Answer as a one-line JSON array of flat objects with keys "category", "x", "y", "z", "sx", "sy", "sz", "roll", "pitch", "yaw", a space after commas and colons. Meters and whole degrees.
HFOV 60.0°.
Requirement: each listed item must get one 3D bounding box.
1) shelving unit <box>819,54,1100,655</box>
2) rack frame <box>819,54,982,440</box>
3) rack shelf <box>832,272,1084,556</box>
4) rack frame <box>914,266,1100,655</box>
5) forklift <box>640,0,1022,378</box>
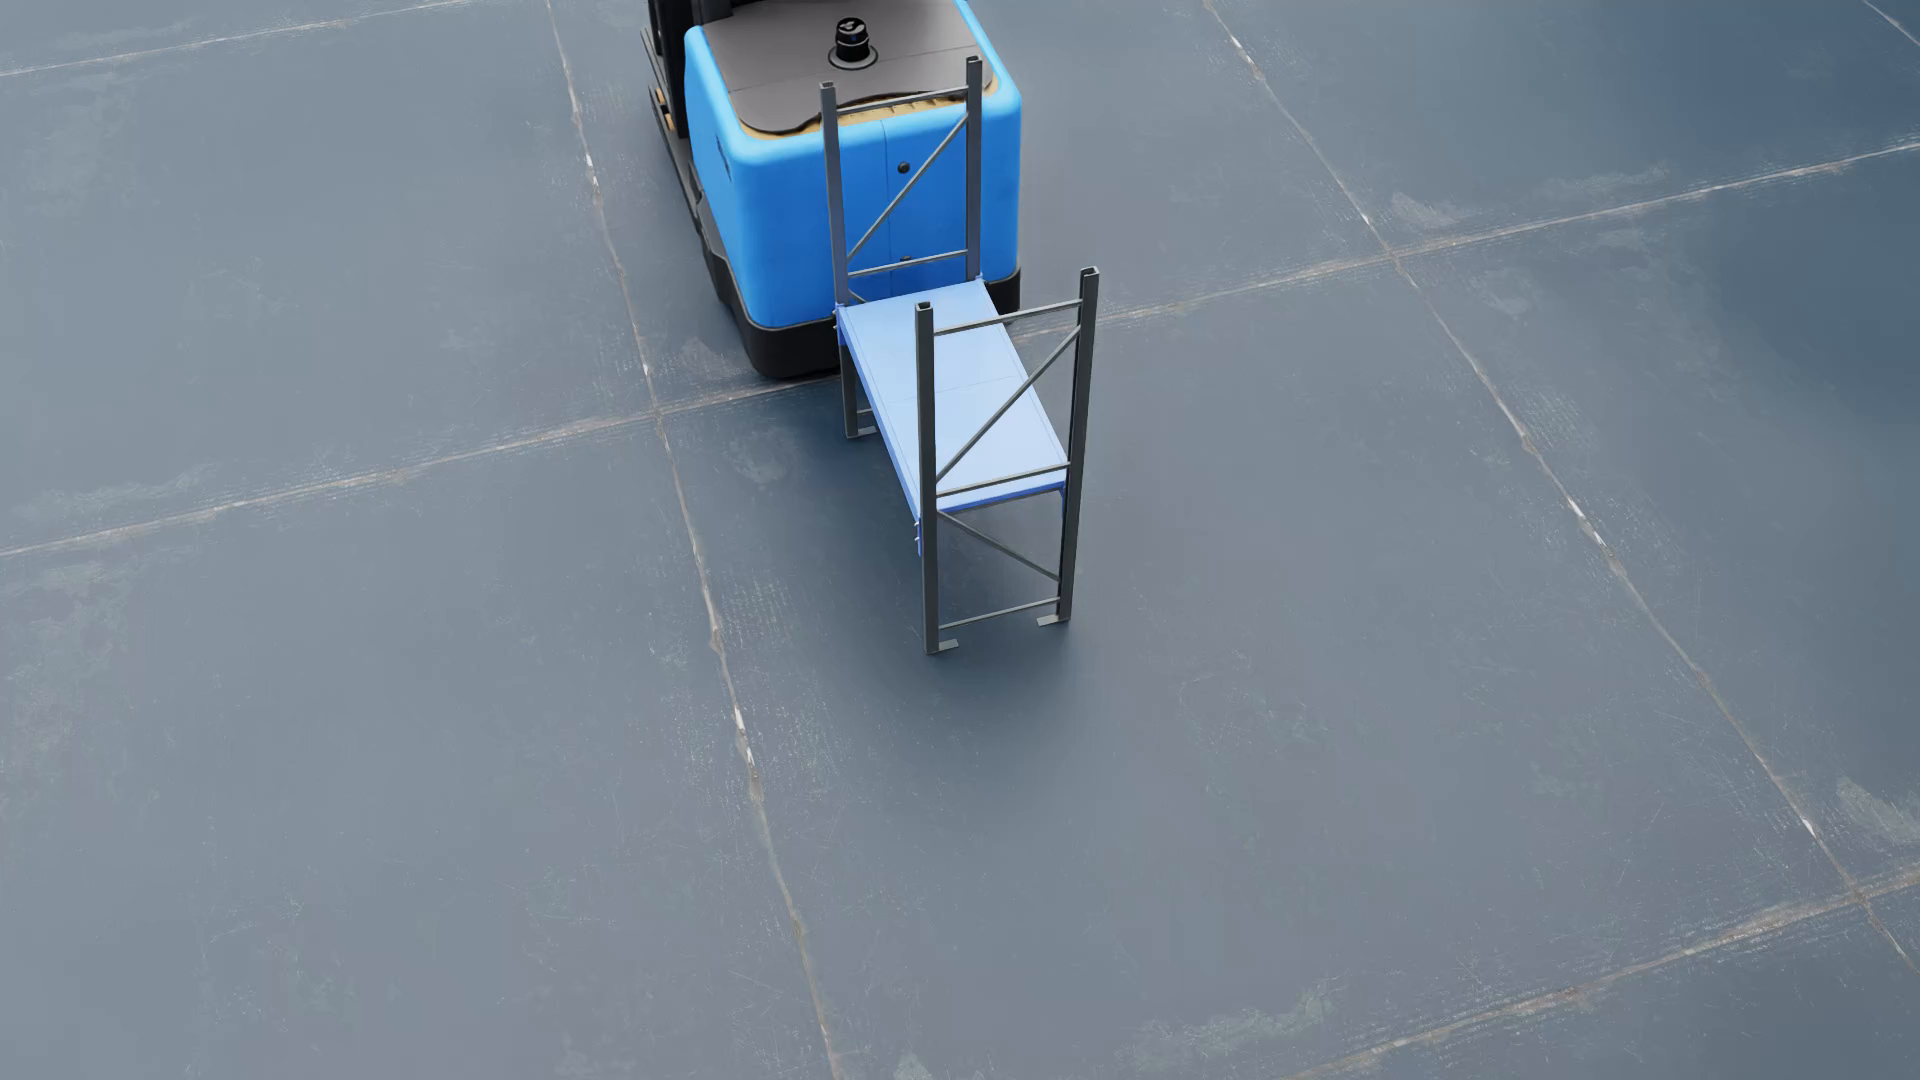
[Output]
[{"category": "shelving unit", "x": -0.025, "y": -0.546, "z": 5.229, "sx": 0.538, "sy": 1.500, "sz": 1.048, "roll": -13, "pitch": 51, "yaw": -11}, {"category": "rack frame", "x": -0.176, "y": -0.917, "z": 5.542, "sx": 0.500, "sy": 1.500, "sz": 0.032, "roll": -13, "pitch": 51, "yaw": -11}, {"category": "rack shelf", "x": -0.025, "y": -0.430, "z": 5.367, "sx": 0.538, "sy": 0.185, "sz": 1.000, "roll": -13, "pitch": 51, "yaw": -11}, {"category": "rack frame", "x": 0.125, "y": -0.174, "z": 4.916, "sx": 0.500, "sy": 1.500, "sz": 0.032, "roll": -13, "pitch": 51, "yaw": -11}, {"category": "forklift", "x": -0.713, "y": -2.701, "z": 6.110, "sx": 1.130, "sy": 2.935, "sz": 3.031, "roll": -14, "pitch": 51, "yaw": -12}]
